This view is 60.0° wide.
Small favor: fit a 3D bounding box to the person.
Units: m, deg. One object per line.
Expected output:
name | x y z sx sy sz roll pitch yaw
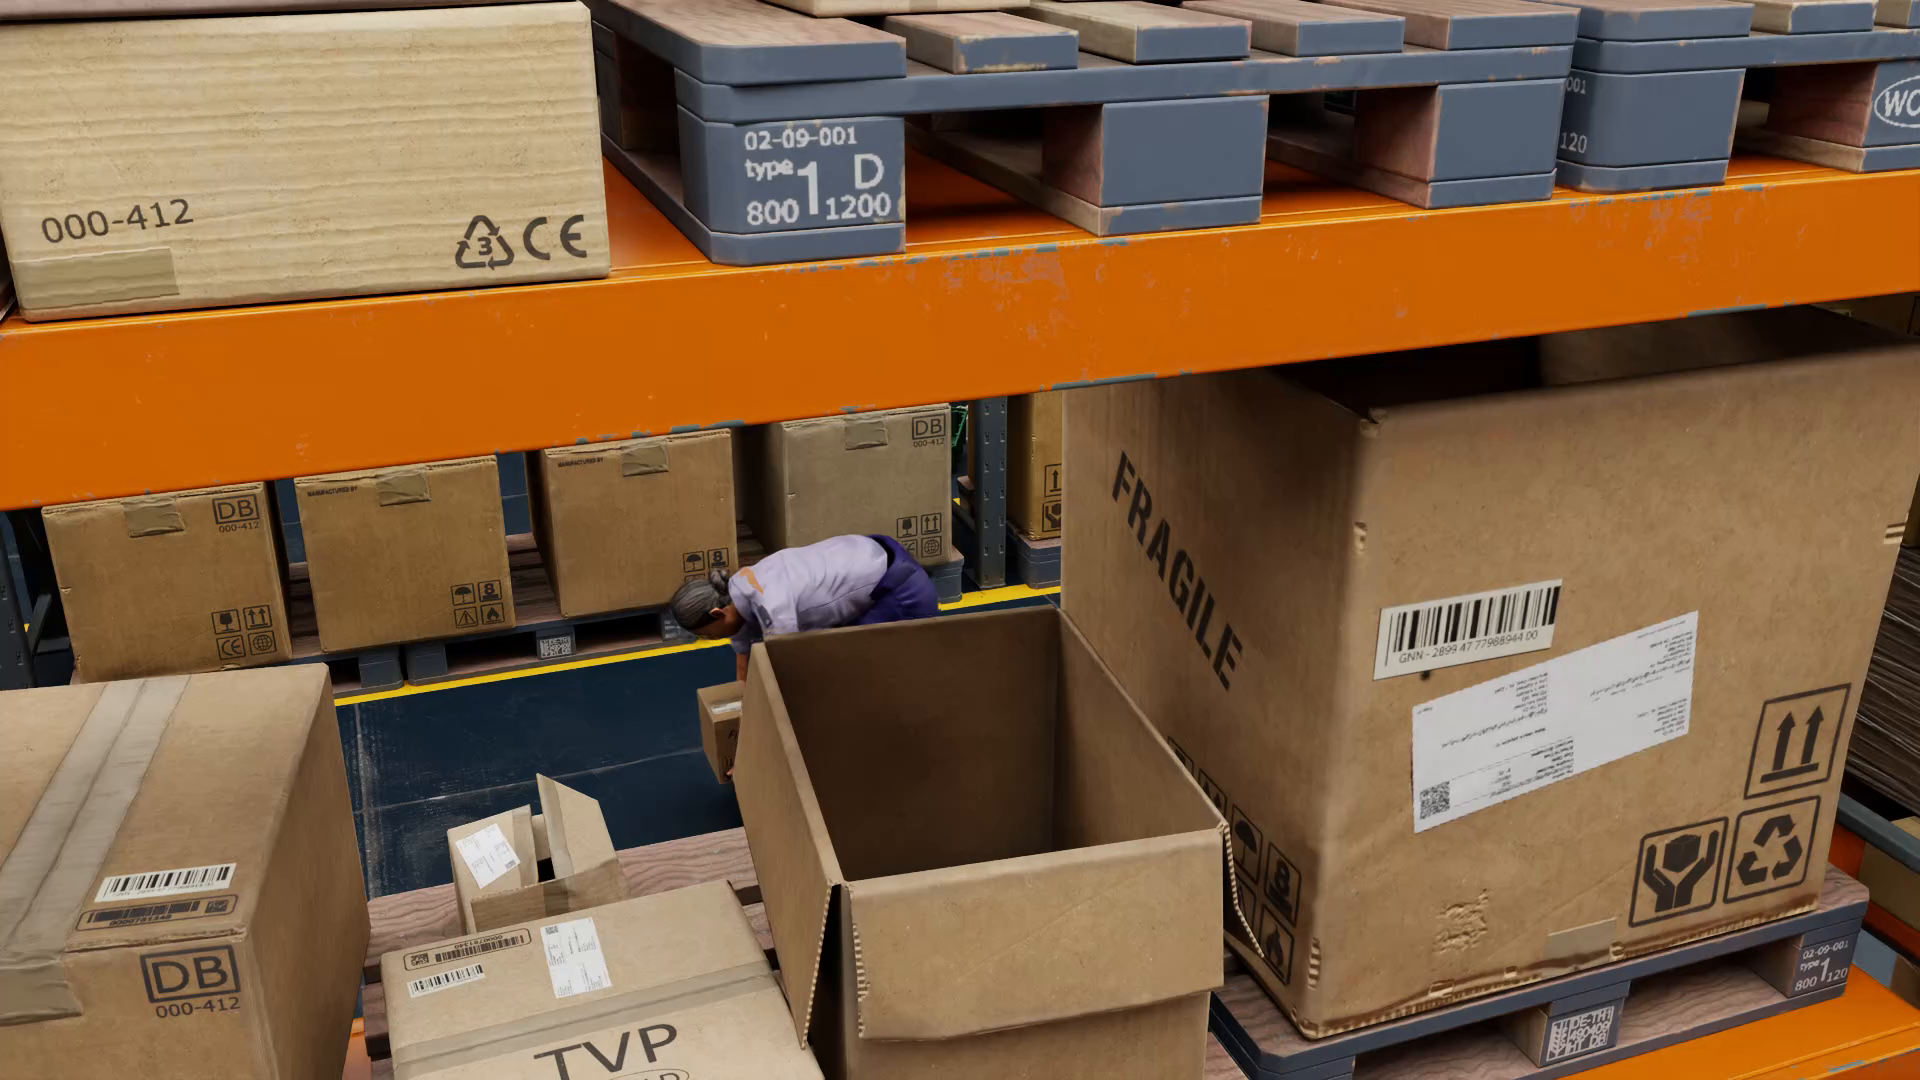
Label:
person | -0.531 0.499 5.783 0.911 0.986 0.486 -9 24 -21
